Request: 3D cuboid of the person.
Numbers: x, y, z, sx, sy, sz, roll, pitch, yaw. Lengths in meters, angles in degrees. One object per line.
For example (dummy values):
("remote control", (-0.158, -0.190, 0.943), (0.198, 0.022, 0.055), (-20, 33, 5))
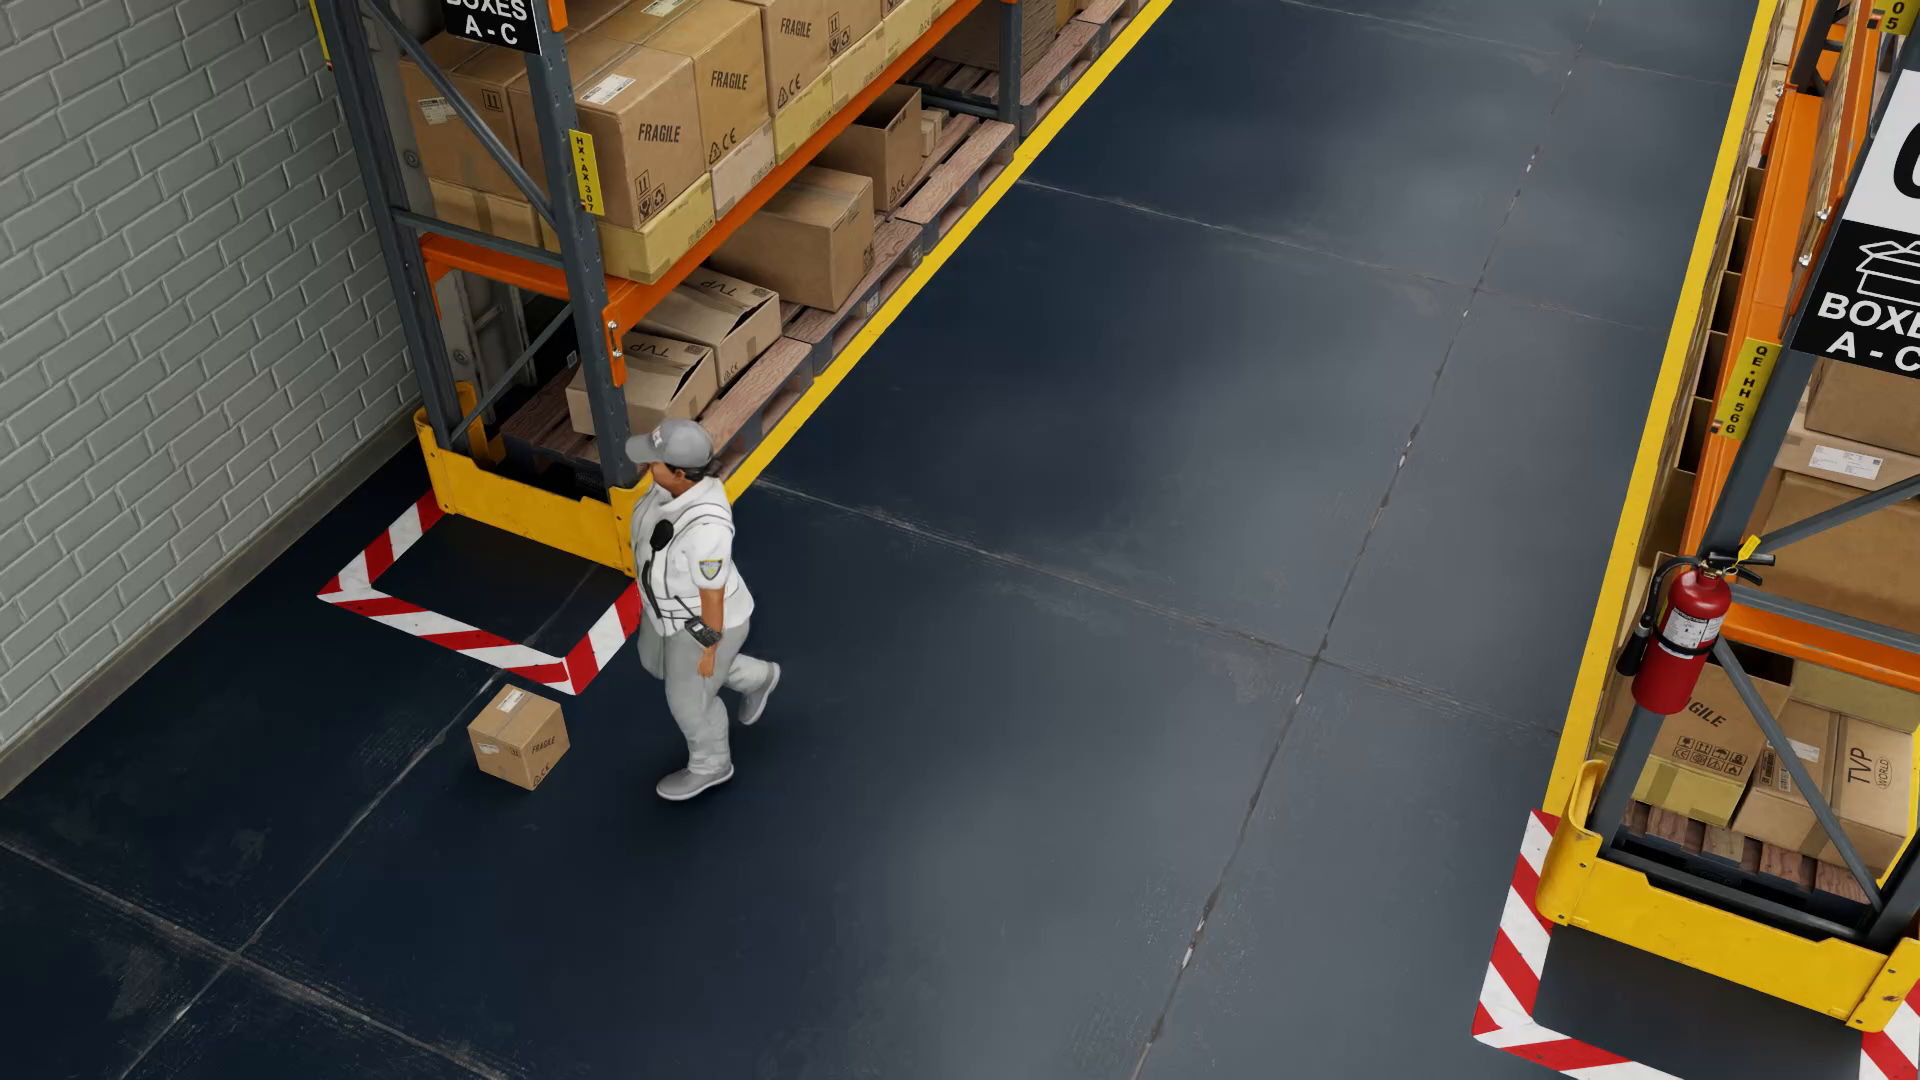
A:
("person", (-0.913, 0.232, 5.884), (0.574, 1.648, 0.492), (-17, 45, -17))
